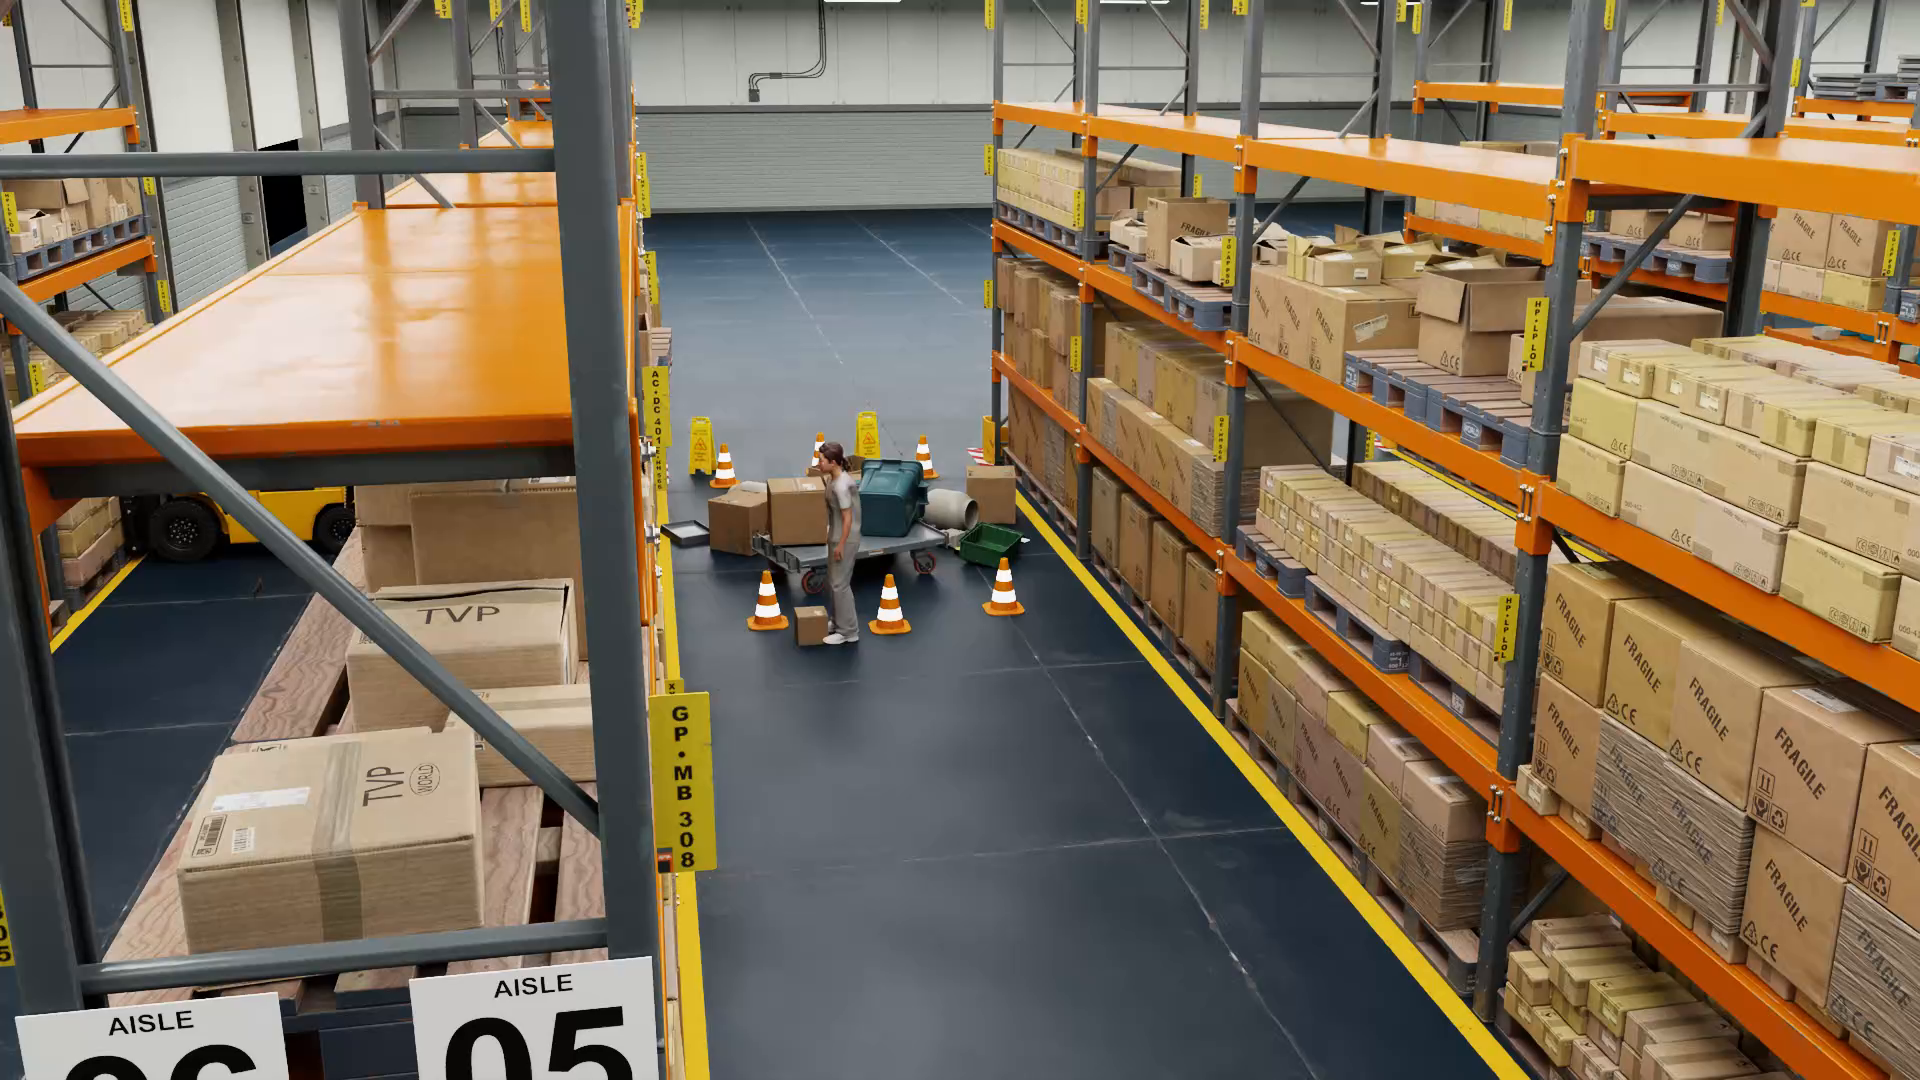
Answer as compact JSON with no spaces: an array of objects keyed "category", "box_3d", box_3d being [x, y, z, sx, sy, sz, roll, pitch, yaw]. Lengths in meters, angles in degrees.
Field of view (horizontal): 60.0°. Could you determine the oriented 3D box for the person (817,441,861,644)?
[{"category":"person","box_3d":[-0.979,0.007,13.514,0.351,1.672,0.501,-3,17,-12]}]
